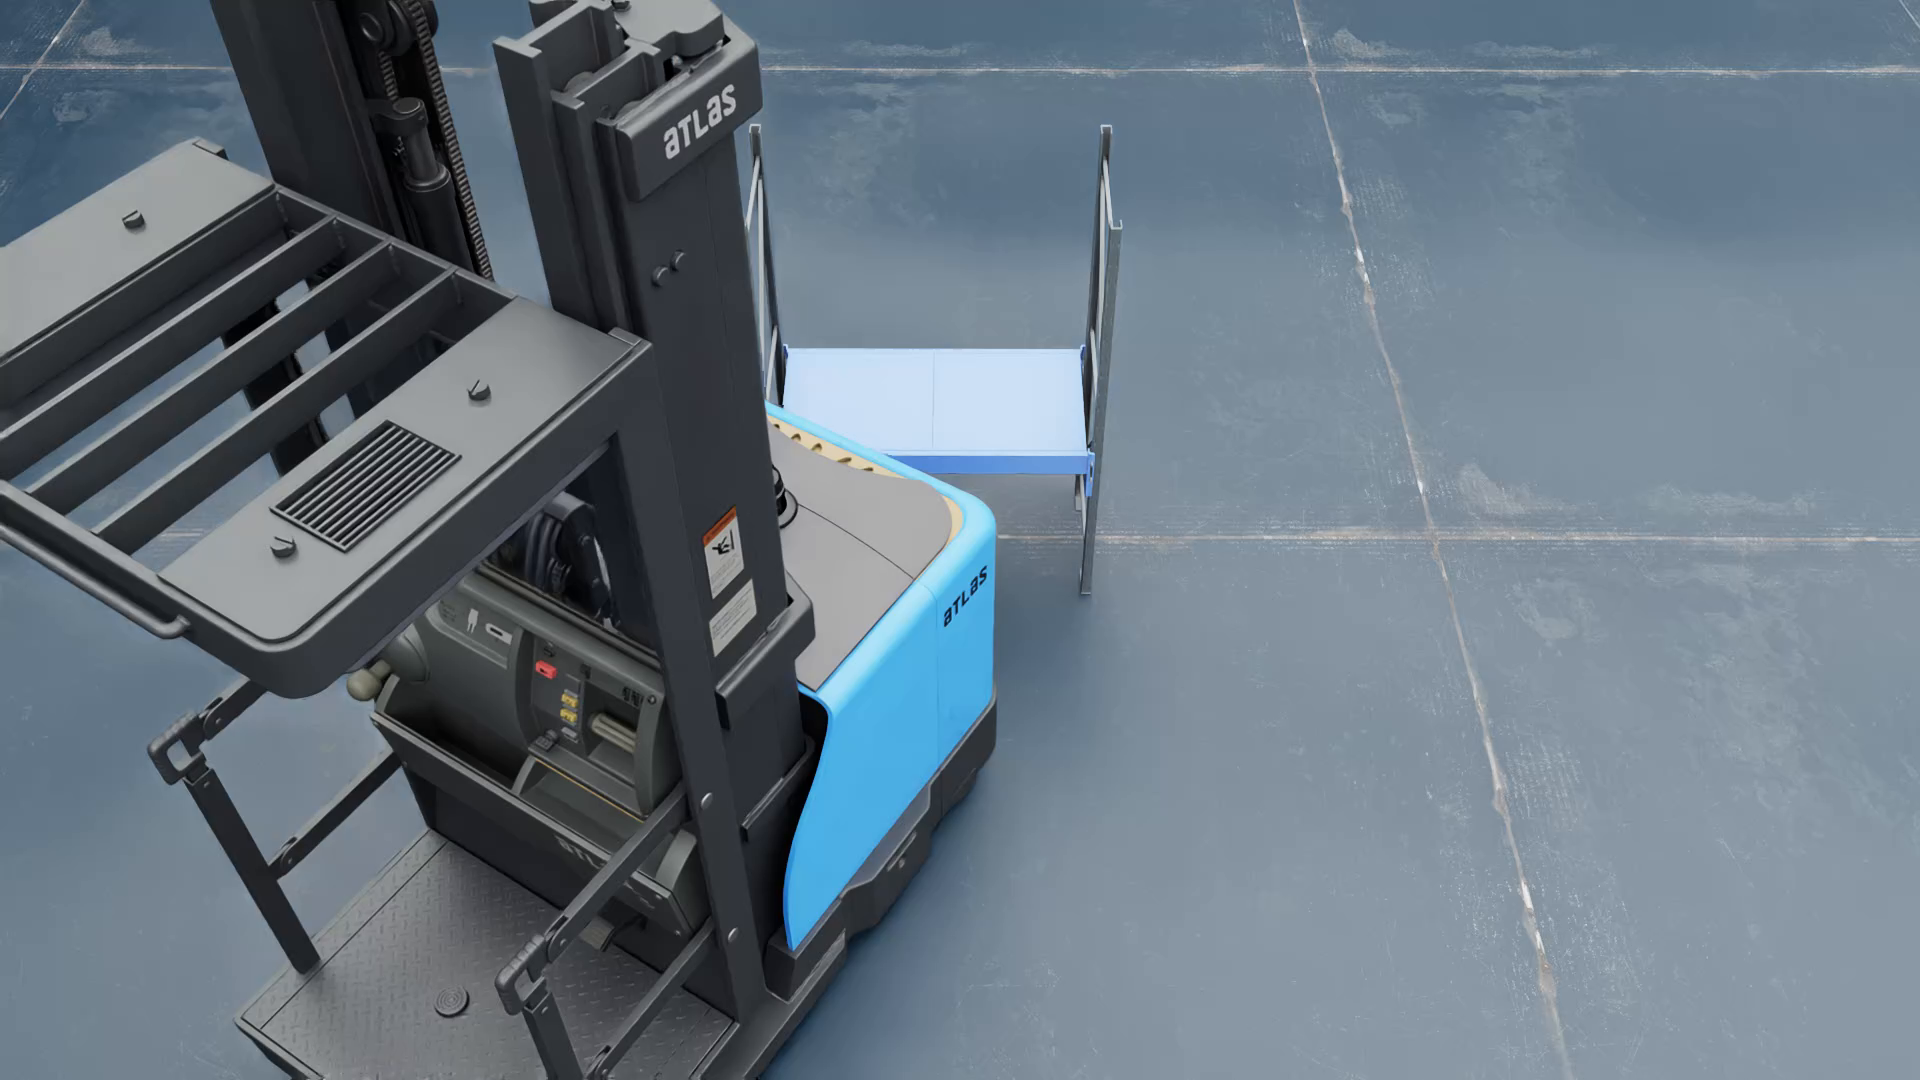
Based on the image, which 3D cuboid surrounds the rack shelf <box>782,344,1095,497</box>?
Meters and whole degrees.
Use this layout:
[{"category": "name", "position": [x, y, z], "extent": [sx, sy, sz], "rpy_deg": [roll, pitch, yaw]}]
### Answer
[{"category": "rack shelf", "position": [-0.085, -0.389, 5.333], "extent": [1.000, 0.185, 0.538], "rpy_deg": [0, 47, 0]}]

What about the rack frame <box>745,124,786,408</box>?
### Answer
[{"category": "rack frame", "position": [-0.594, -0.513, 5.203], "extent": [0.032, 1.500, 0.500], "rpy_deg": [0, 47, 0]}]

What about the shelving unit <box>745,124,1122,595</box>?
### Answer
[{"category": "shelving unit", "position": [-0.085, -0.511, 5.201], "extent": [1.048, 1.500, 0.538], "rpy_deg": [0, 47, 0]}]

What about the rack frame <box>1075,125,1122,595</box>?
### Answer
[{"category": "rack frame", "position": [0.423, -0.510, 5.200], "extent": [0.032, 1.500, 0.500], "rpy_deg": [0, 47, 0]}]

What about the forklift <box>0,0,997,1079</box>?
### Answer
[{"category": "forklift", "position": [-1.109, 0.362, 3.411], "extent": [1.130, 2.935, 3.031], "rpy_deg": [25, 52, 22]}]
